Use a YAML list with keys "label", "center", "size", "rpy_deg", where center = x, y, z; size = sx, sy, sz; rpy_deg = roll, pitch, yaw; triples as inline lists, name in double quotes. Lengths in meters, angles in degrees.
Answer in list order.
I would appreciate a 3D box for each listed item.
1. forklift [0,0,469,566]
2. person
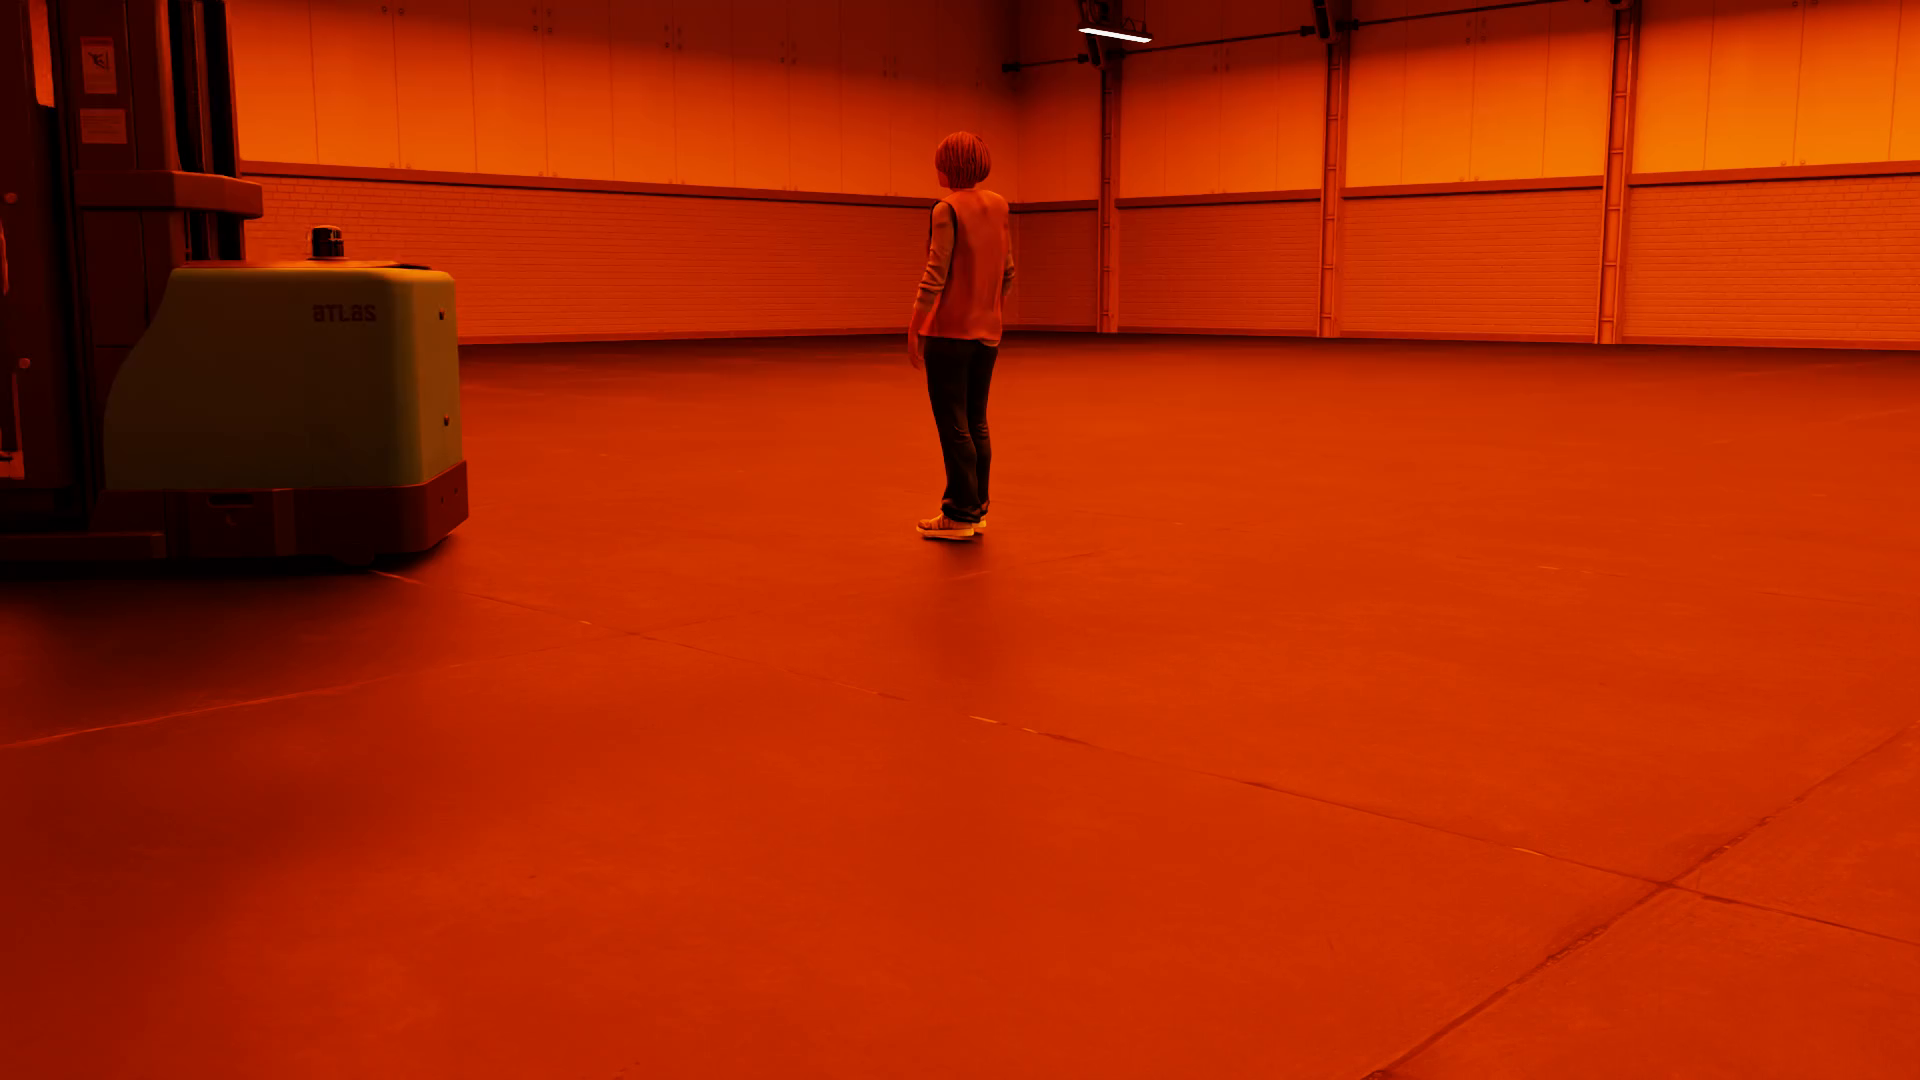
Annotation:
- label: "forklift"
  center: [-3.476, -1.381, 6.047]
  size: [3.031, 2.935, 1.130]
  rpy_deg: [-1, 9, -7]
- label: "person"
  center: [-0.044, -0.806, 6.659]
  size: [0.473, 1.599, 0.520]
  rpy_deg: [8, 12, 43]
